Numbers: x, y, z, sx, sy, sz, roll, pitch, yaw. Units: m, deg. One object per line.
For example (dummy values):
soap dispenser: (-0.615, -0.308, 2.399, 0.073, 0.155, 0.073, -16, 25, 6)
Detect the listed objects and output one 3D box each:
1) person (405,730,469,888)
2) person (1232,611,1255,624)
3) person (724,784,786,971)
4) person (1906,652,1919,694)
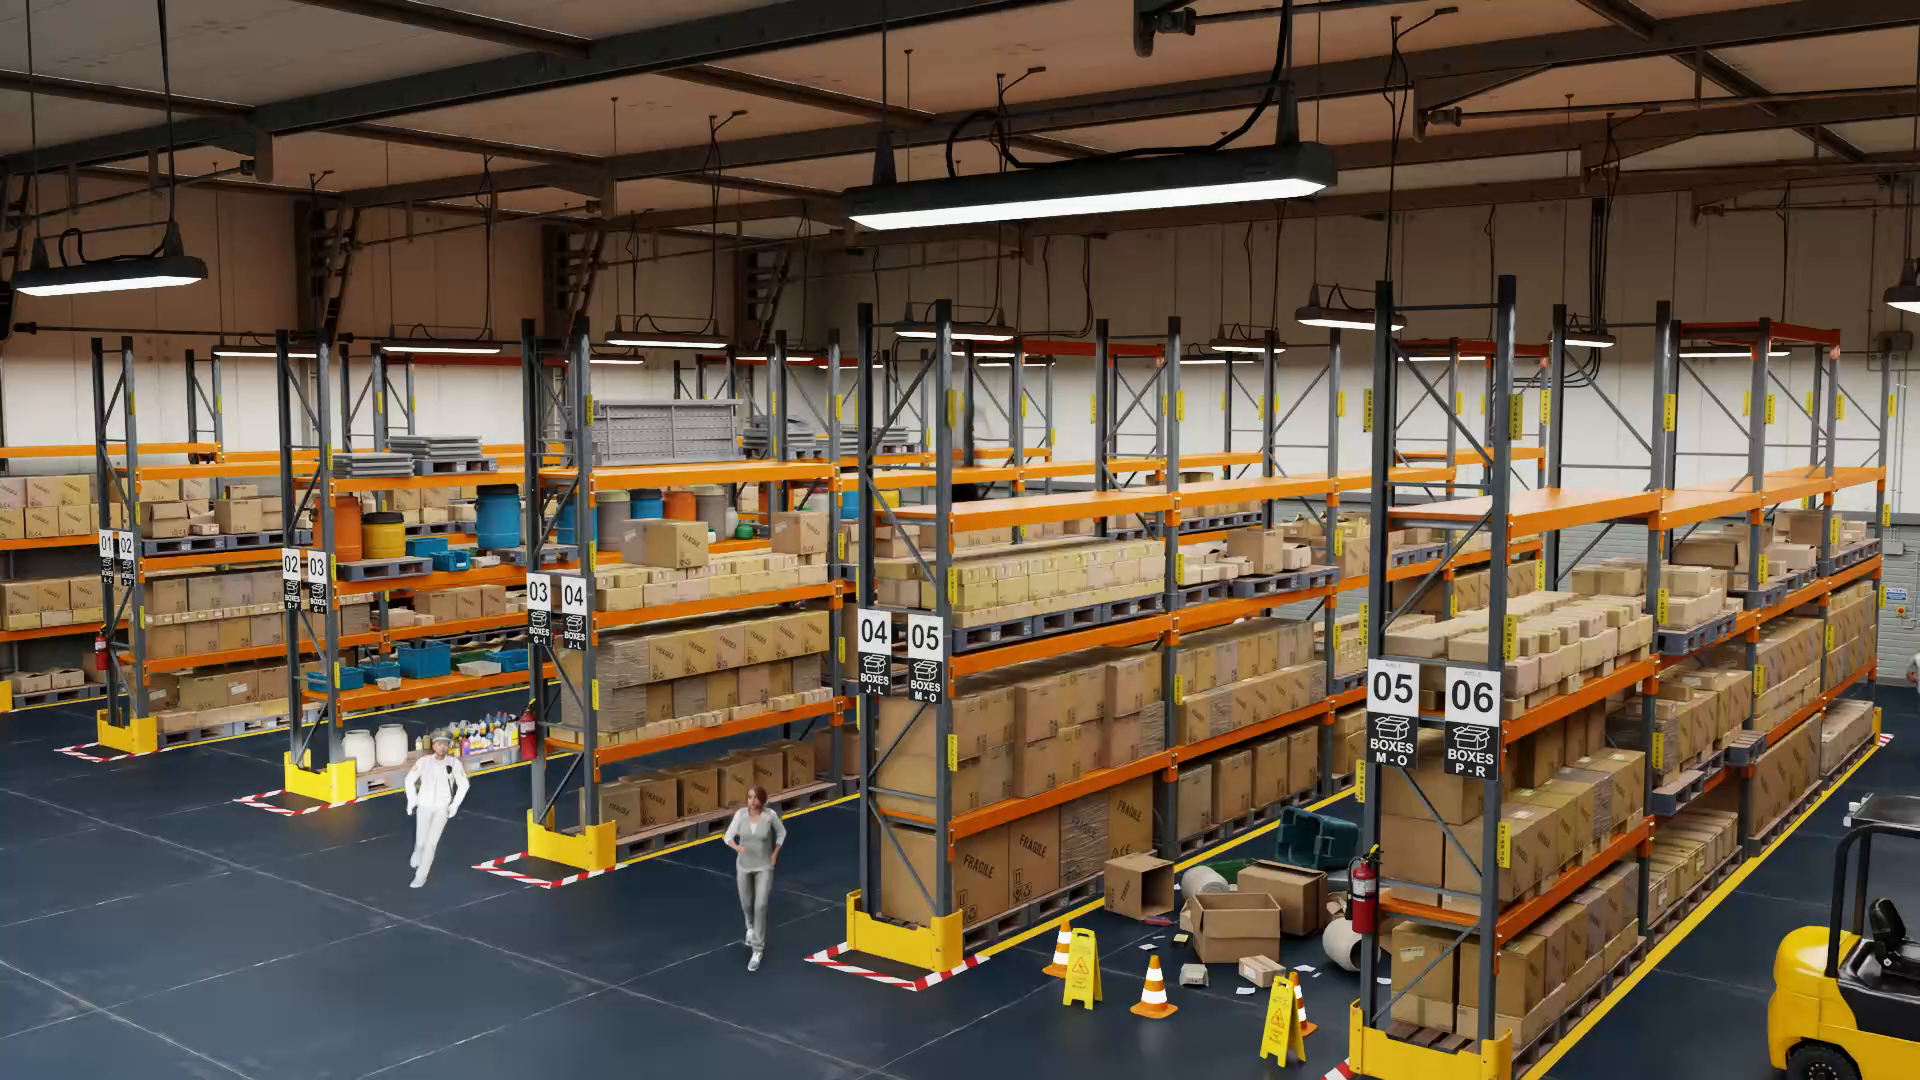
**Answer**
person: (-5.547, 2.820, 17.658, 0.652, 1.621, 0.533, -1, 5, -14)
person: (4.731, 1.885, 27.270, 0.711, 1.708, 0.906, 3, 6, 30)
person: (-1.889, 3.033, 15.226, 0.544, 1.618, 0.757, 0, 5, 5)
person: (14.076, 2.207, 24.131, 0.641, 1.746, 0.555, 2, 5, 20)
